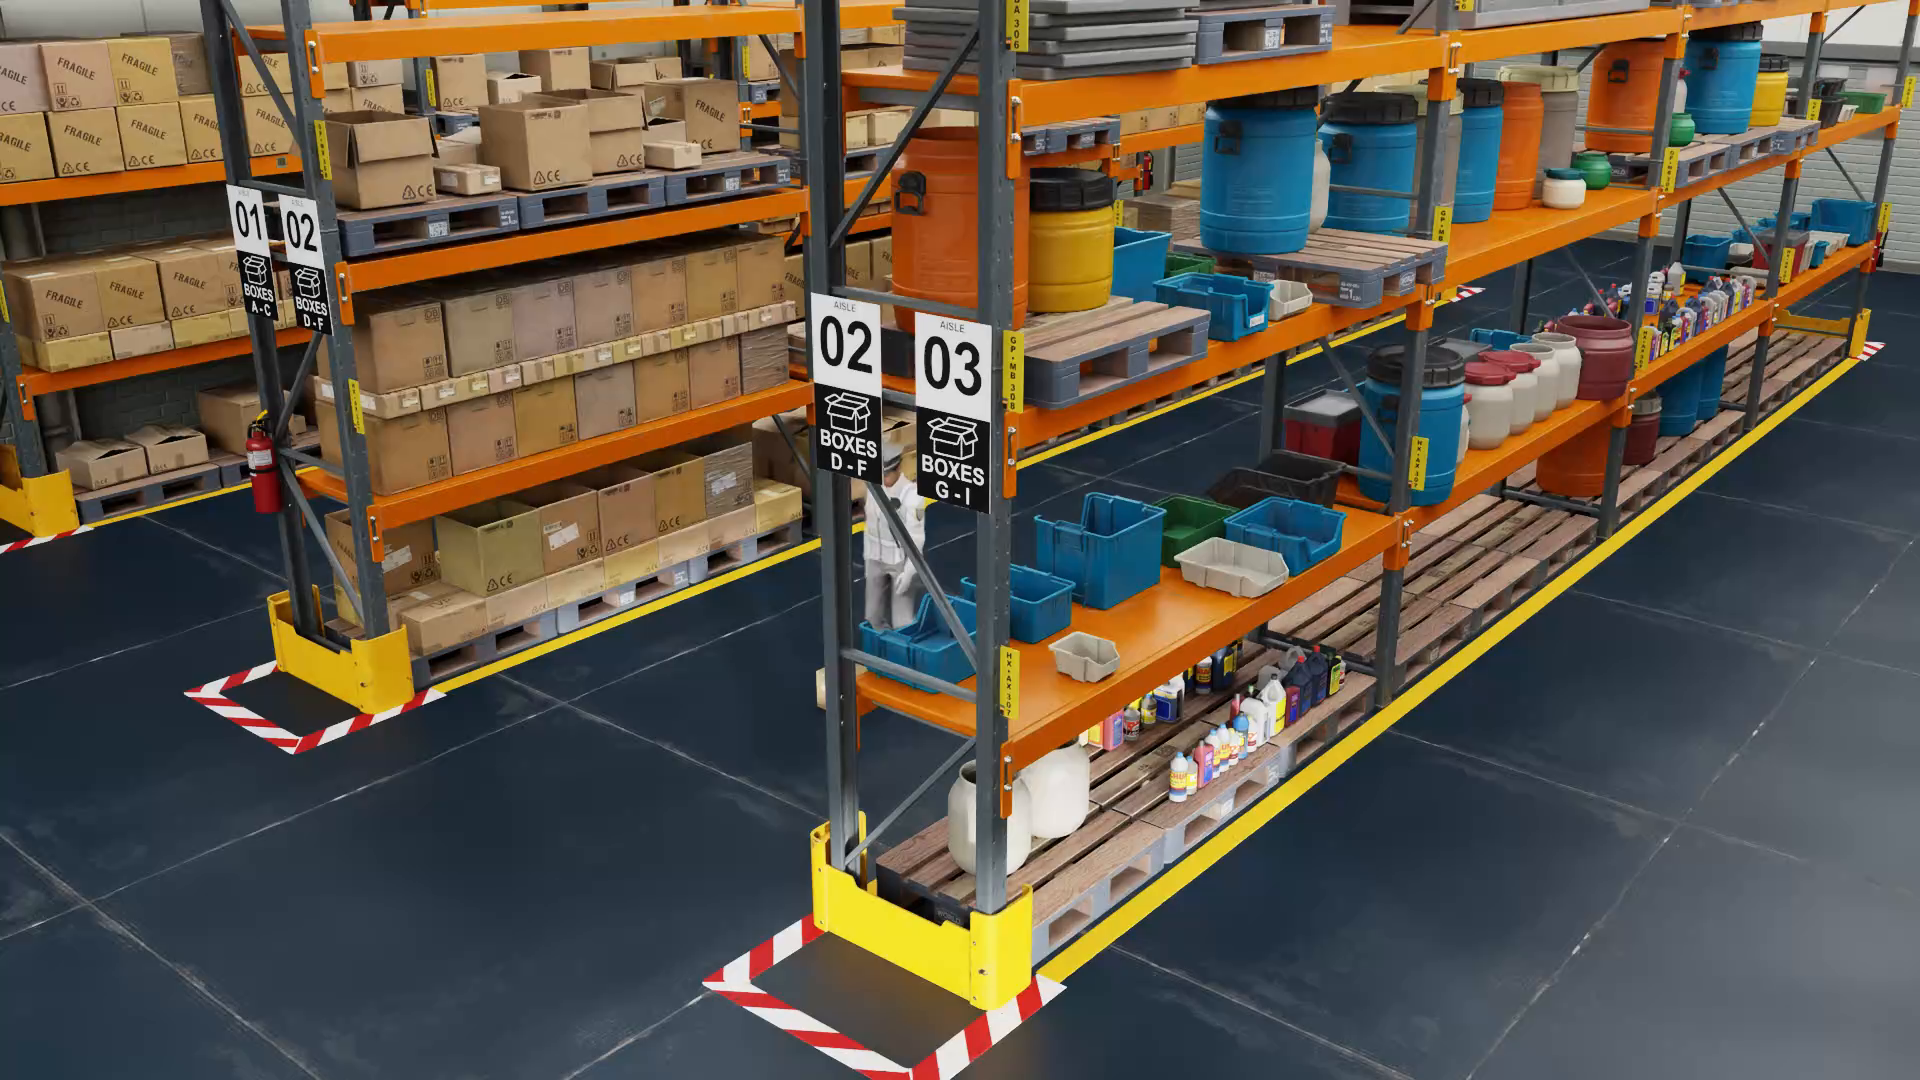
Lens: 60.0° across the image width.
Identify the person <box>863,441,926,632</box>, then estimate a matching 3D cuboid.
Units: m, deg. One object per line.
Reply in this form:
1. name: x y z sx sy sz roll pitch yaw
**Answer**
1. person: -0.427 0.171 10.649 0.485 1.651 0.381 17 26 38
